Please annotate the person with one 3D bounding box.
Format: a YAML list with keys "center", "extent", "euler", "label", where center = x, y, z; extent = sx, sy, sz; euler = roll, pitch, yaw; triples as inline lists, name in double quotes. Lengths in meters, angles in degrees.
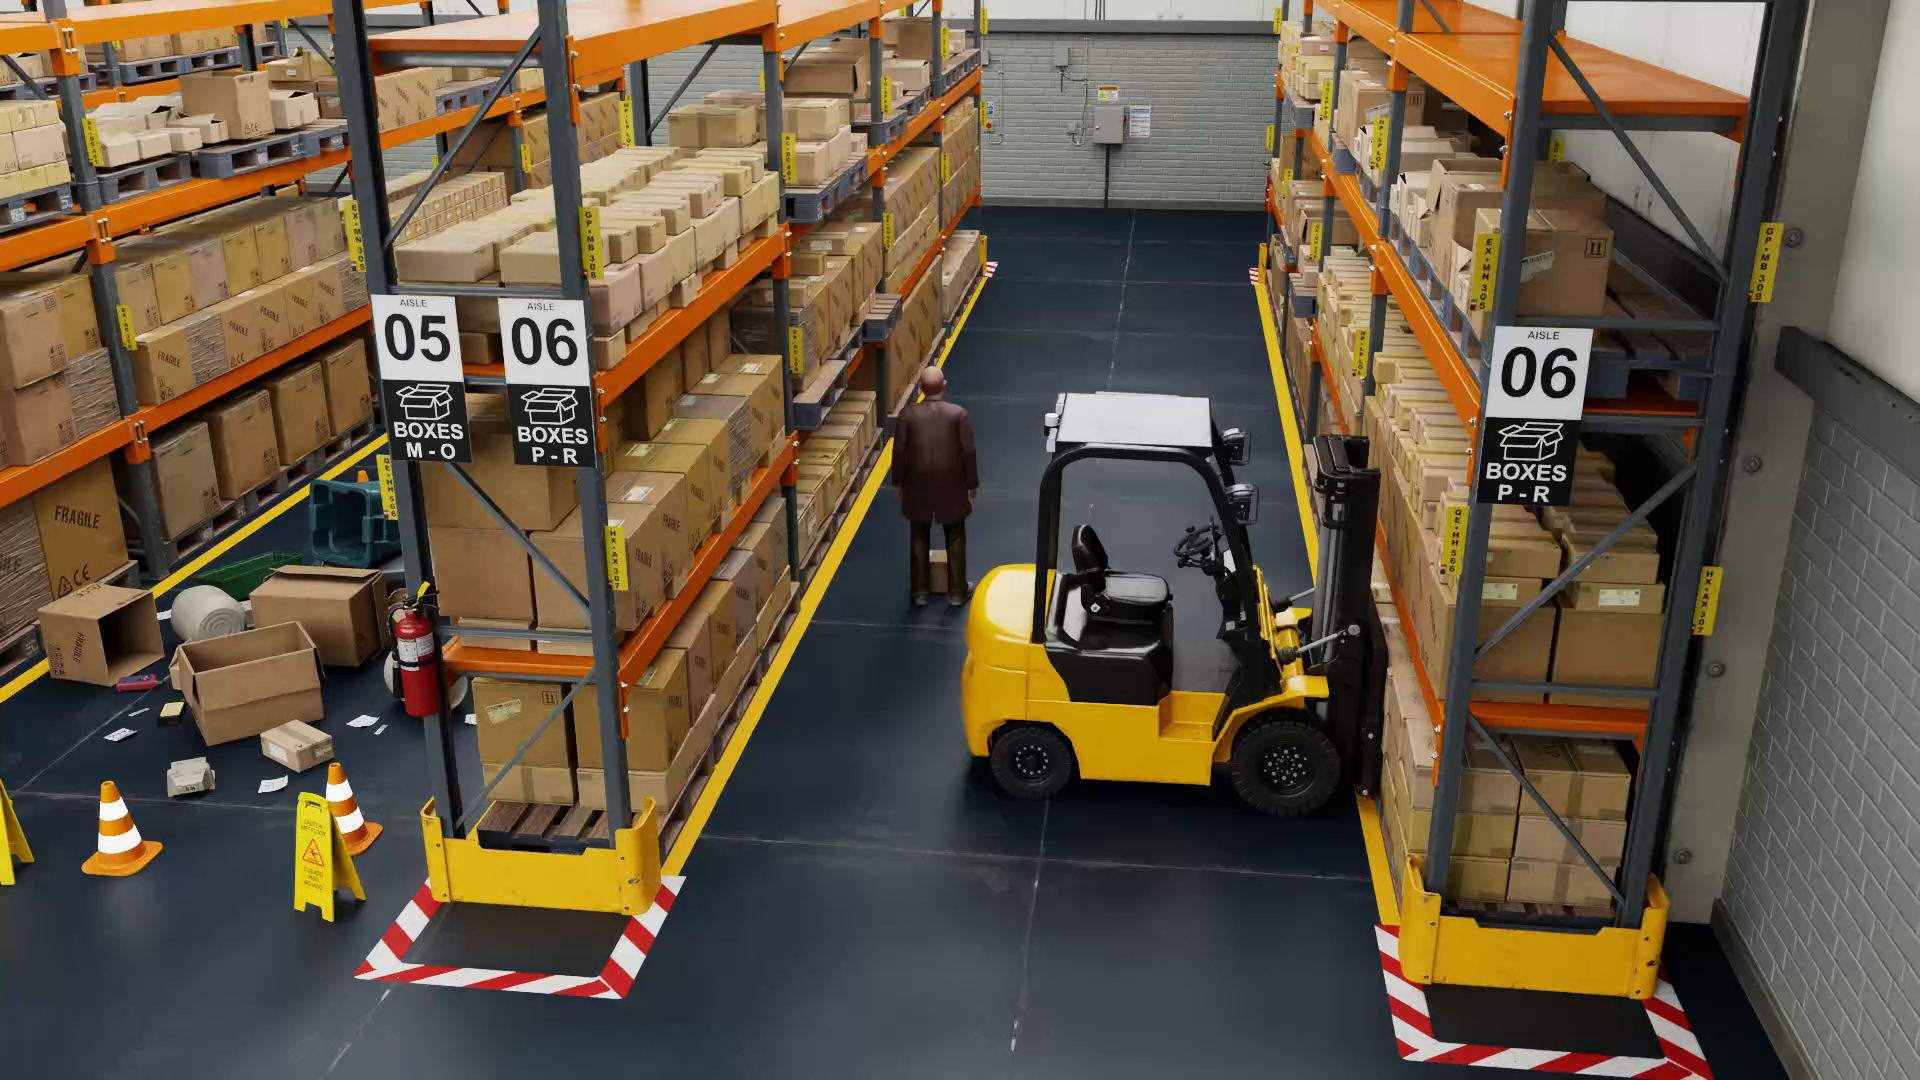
- center: [-0.181, -0.391, 12.127]
  extent: [0.644, 1.774, 0.423]
  euler: [2, 21, 5]
  label: "person"
